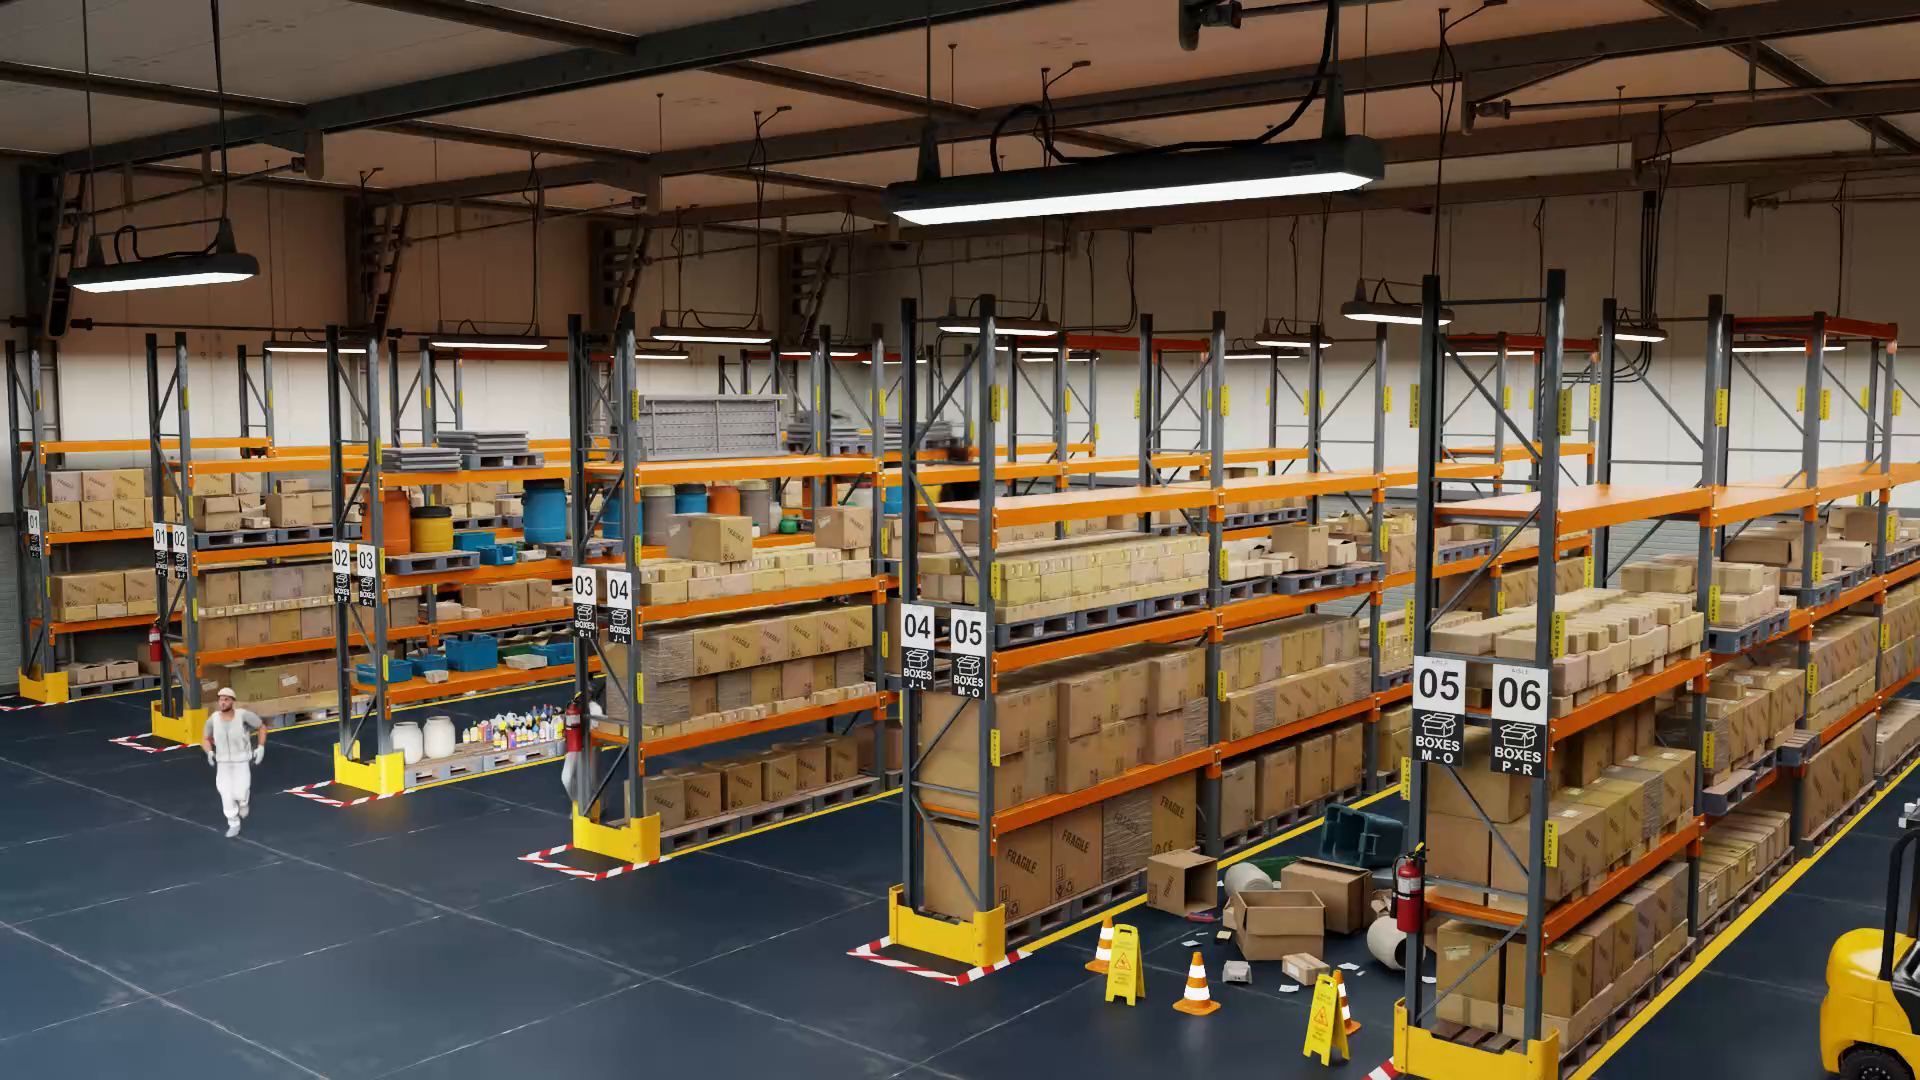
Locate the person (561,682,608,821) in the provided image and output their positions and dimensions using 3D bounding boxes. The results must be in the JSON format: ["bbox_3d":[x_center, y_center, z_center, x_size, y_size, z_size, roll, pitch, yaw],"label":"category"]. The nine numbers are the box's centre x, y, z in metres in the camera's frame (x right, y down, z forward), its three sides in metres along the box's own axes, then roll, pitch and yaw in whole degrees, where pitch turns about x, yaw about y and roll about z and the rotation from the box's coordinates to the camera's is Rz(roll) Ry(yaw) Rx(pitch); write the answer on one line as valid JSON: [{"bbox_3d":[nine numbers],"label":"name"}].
[{"bbox_3d":[-4.534,2.529,20.034,0.541,1.717,0.704,2,6,23],"label":"person"}]

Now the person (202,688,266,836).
[{"bbox_3d":[-8.425,2.571,19.284,0.686,1.744,0.664,-1,5,-10],"label":"person"}]

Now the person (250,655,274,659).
[{"bbox_3d":[-11.491,1.936,27.472,0.584,1.518,0.720,4,6,35],"label":"person"}]
